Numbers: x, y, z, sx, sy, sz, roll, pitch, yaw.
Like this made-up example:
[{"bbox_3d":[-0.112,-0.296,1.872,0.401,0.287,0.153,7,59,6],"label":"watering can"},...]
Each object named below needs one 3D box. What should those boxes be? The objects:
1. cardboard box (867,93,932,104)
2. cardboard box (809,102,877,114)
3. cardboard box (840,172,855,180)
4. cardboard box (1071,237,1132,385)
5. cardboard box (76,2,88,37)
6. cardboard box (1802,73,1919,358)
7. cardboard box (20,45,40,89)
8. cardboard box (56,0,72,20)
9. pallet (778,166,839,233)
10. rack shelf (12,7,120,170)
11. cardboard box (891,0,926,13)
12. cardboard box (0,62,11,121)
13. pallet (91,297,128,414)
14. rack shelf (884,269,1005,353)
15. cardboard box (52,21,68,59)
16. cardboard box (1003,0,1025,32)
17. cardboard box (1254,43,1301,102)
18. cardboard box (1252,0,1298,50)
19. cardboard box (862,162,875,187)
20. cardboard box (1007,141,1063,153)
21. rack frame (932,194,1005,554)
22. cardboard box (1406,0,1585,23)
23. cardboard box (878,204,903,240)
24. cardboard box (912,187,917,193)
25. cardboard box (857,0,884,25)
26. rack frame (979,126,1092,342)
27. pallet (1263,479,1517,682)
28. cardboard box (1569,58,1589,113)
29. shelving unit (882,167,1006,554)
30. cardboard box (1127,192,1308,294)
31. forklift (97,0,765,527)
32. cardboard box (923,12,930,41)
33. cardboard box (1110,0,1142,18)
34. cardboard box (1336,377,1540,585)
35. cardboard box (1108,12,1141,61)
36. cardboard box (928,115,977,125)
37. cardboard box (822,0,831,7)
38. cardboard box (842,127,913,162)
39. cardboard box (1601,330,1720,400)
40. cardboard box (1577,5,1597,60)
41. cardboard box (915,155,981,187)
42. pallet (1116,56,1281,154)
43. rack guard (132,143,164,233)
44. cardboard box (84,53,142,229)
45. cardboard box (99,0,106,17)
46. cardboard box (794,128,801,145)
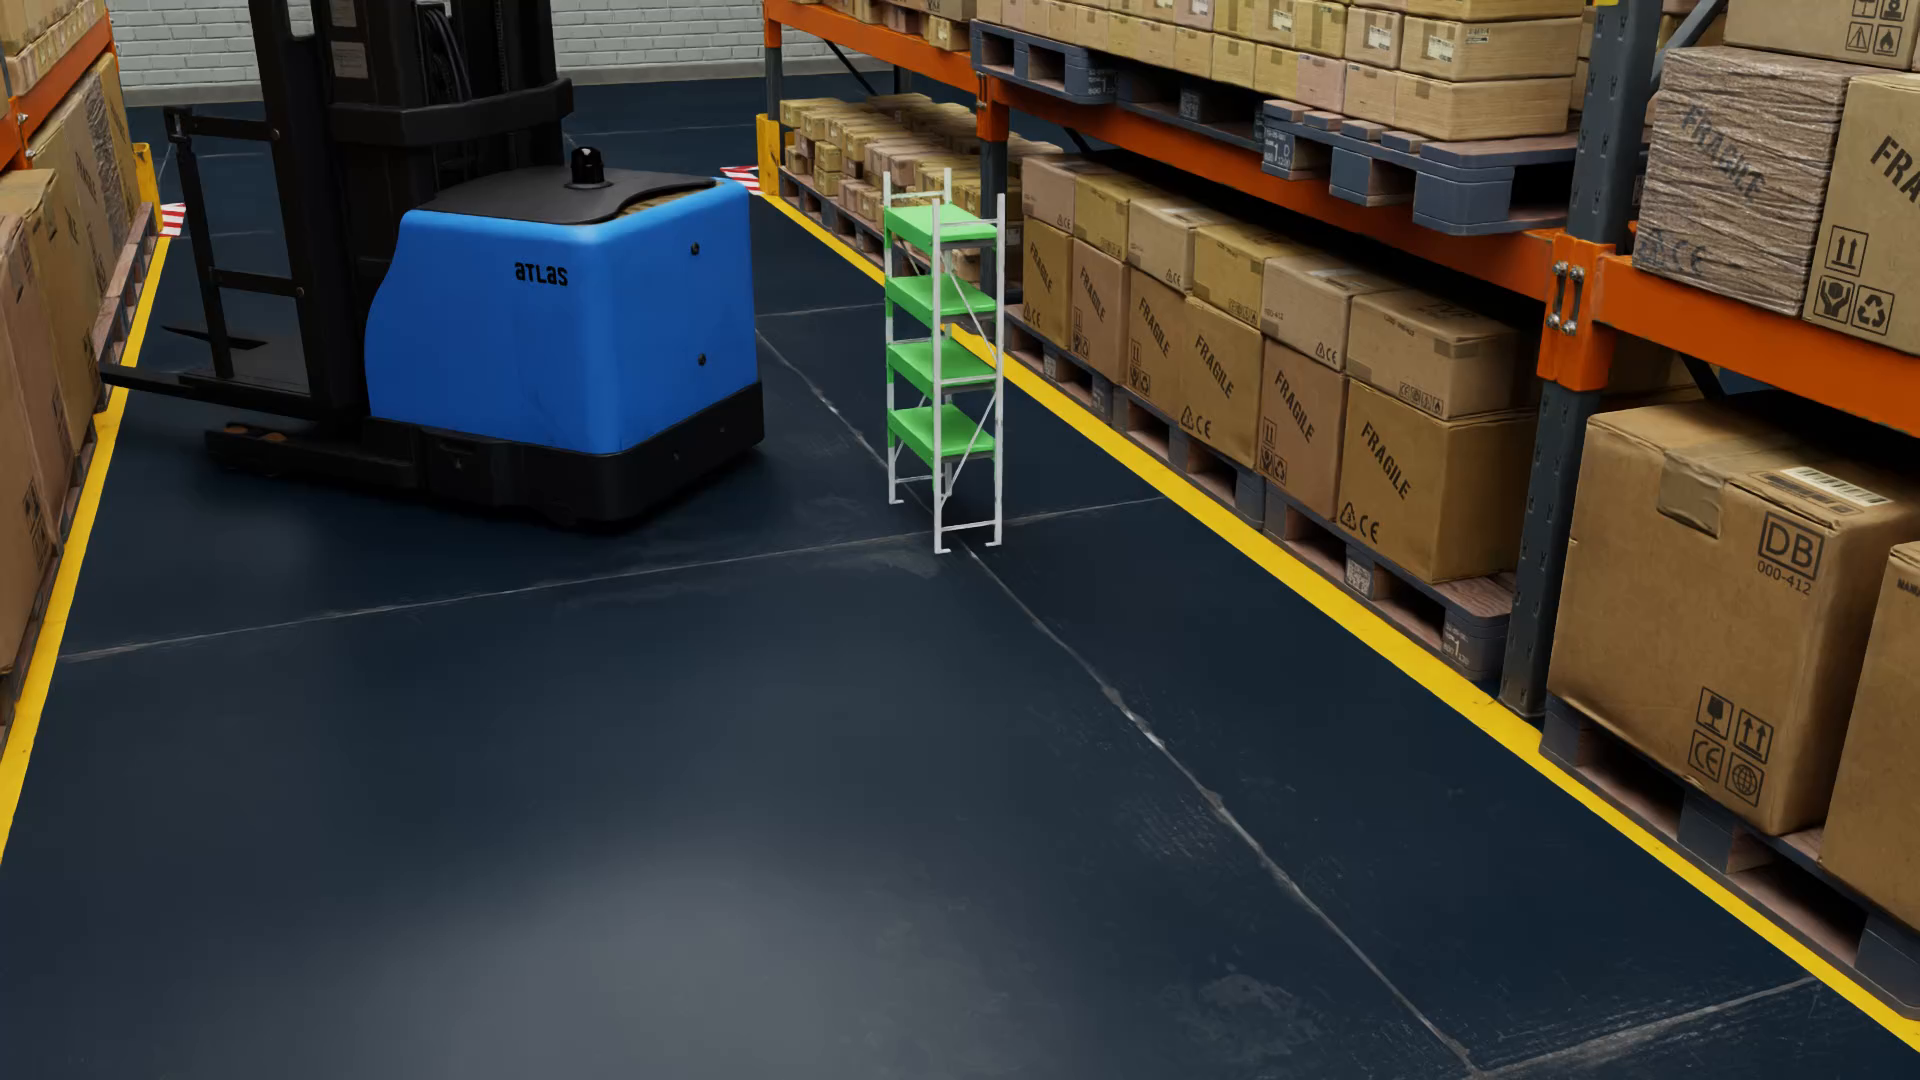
[{"bbox_3d":[-0.404,-2.877,11.077,0.380,0.149,0.250,-8,24,-18],"label":"cardboard box"},{"bbox_3d":[-0.751,-2.714,10.690,0.380,0.149,0.250,-8,24,-18],"label":"cardboard box"},{"bbox_3d":[-0.513,-2.165,10.155,0.380,0.149,0.250,-8,24,-19],"label":"cardboard box"},{"bbox_3d":[0.786,-0.972,6.871,0.500,0.500,0.500,-7,24,-17],"label":"cardboard box"},{"bbox_3d":[-4.708,-2.666,8.536,0.380,0.149,0.250,-9,24,-20],"label":"cardboard box"},{"bbox_3d":[2.086,-0.635,3.266,0.500,0.500,0.500,-9,24,-19],"label":"cardboard box"},{"bbox_3d":[-3.977,-1.916,6.757,0.380,0.149,0.250,-9,25,-21],"label":"cardboard box"},{"bbox_3d":[-4.538,-2.607,7.883,0.500,0.250,0.500,-8,24,-19],"label":"cardboard box"},{"bbox_3d":[-0.548,-2.268,10.858,1.003,0.211,1.213,-8,24,-19],"label":"pallet"},{"bbox_3d":[-4.798,-2.178,7.982,1.077,0.370,4.000,-8,24,-19],"label":"rack shelf"},{"bbox_3d":[-0.033,-2.936,8.342,0.500,0.500,0.500,-9,24,-20],"label":"cardboard box"},{"bbox_3d":[-3.671,-1.697,5.785,0.500,0.500,0.500,-8,24,-19],"label":"cardboard box"},{"bbox_3d":[-4.287,-0.785,7.341,1.003,0.211,1.213,-8,24,-19],"label":"pallet"},{"bbox_3d":[-0.058,-0.775,5.591,0.258,0.148,0.480,-8,24,-19],"label":"rack shelf"},{"bbox_3d":[-4.343,-2.291,7.648,0.380,0.149,0.250,-8,24,-18],"label":"cardboard box"},{"bbox_3d":[0.397,-2.198,6.887,0.380,0.149,0.250,-8,24,-18],"label":"cardboard box"},{"bbox_3d":[1.132,-1.442,5.093,0.380,0.149,0.250,-9,24,-20],"label":"cardboard box"},{"bbox_3d":[1.118,-1.588,5.056,0.380,0.149,0.250,-8,24,-19],"label":"cardboard box"},{"bbox_3d":[-0.364,-2.203,9.862,0.380,0.149,0.250,-7,24,-16],"label":"cardboard box"},{"bbox_3d":[0.353,-2.123,9.289,0.380,0.149,0.250,-8,24,-18],"label":"cardboard box"},{"bbox_3d":[0.028,-0.524,5.449,0.240,1.200,0.015,-8,24,-19],"label":"rack frame"},{"bbox_3d":[1.396,-1.441,4.323,0.380,0.149,0.250,-9,25,-21],"label":"cardboard box"},{"bbox_3d":[-0.238,-1.778,9.237,0.380,0.149,0.250,-8,24,-19],"label":"cardboard box"},{"bbox_3d":[-0.039,-1.811,8.931,0.380,0.149,0.250,-8,24,-19],"label":"cardboard box"},{"bbox_3d":[-0.355,-2.941,9.189,0.380,0.149,0.250,-8,24,-18],"label":"cardboard box"},{"bbox_3d":[0.585,-2.427,7.646,1.000,3.000,0.127,-8,24,-19],"label":"rack frame"},{"bbox_3d":[1.723,0.027,5.413,1.003,0.211,1.213,-8,24,-19],"label":"pallet"},{"bbox_3d":[1.934,-1.339,4.848,0.380,0.149,0.250,-7,24,-16],"label":"cardboard box"},{"bbox_3d":[-0.058,-0.613,5.660,0.258,1.200,0.503,-8,24,-19],"label":"shelving unit"},{"bbox_3d":[0.965,-1.130,6.282,0.500,0.250,0.500,-7,24,-17],"label":"cardboard box"},{"bbox_3d":[-2.326,-1.764,6.163,3.031,2.935,1.130,10,25,23],"label":"forklift"},{"bbox_3d":[0.033,-2.567,8.301,0.380,0.149,0.250,-7,24,-17],"label":"cardboard box"},{"bbox_3d":[0.762,-1.959,5.937,0.380,0.149,0.250,-9,24,-20],"label":"cardboard box"},{"bbox_3d":[1.521,-0.218,5.084,0.500,0.500,0.500,-8,24,-19],"label":"cardboard box"},{"bbox_3d":[0.760,-1.825,6.000,0.380,0.149,0.250,-9,24,-20],"label":"cardboard box"},{"bbox_3d":[0.020,-2.508,10.202,0.380,0.149,0.250,-7,24,-17],"label":"cardboard box"},{"bbox_3d":[-0.627,-3.335,10.123,0.380,0.149,0.250,-7,24,-17],"label":"cardboard box"},{"bbox_3d":[-0.478,-2.322,9.760,0.380,0.149,0.250,-8,24,-18],"label":"cardboard box"},{"bbox_3d":[1.981,-0.644,5.129,0.500,0.250,0.500,-9,25,-21],"label":"cardboard box"},{"bbox_3d":[1.917,-1.490,4.822,0.380,0.149,0.250,-7,24,-16],"label":"cardboard box"},{"bbox_3d":[-0.025,-1.956,8.893,0.380,0.149,0.250,-8,24,-17],"label":"cardboard box"},{"bbox_3d":[1.260,-1.599,5.928,1.003,0.211,1.213,-8,24,-19],"label":"pallet"},{"bbox_3d":[-5.513,-2.093,10.073,1.175,0.500,0.348,-8,24,-19],"label":"rack guard"},{"bbox_3d":[-5.203,-2.229,9.372,0.875,0.875,0.875,-8,24,-19],"label":"cardboard box"},{"bbox_3d":[-5.070,-3.036,9.416,0.380,0.149,0.250,-8,24,-18],"label":"cardboard box"},{"bbox_3d":[-0.883,-2.672,10.973,0.380,0.149,0.250,-7,24,-17],"label":"cardboard box"}]
